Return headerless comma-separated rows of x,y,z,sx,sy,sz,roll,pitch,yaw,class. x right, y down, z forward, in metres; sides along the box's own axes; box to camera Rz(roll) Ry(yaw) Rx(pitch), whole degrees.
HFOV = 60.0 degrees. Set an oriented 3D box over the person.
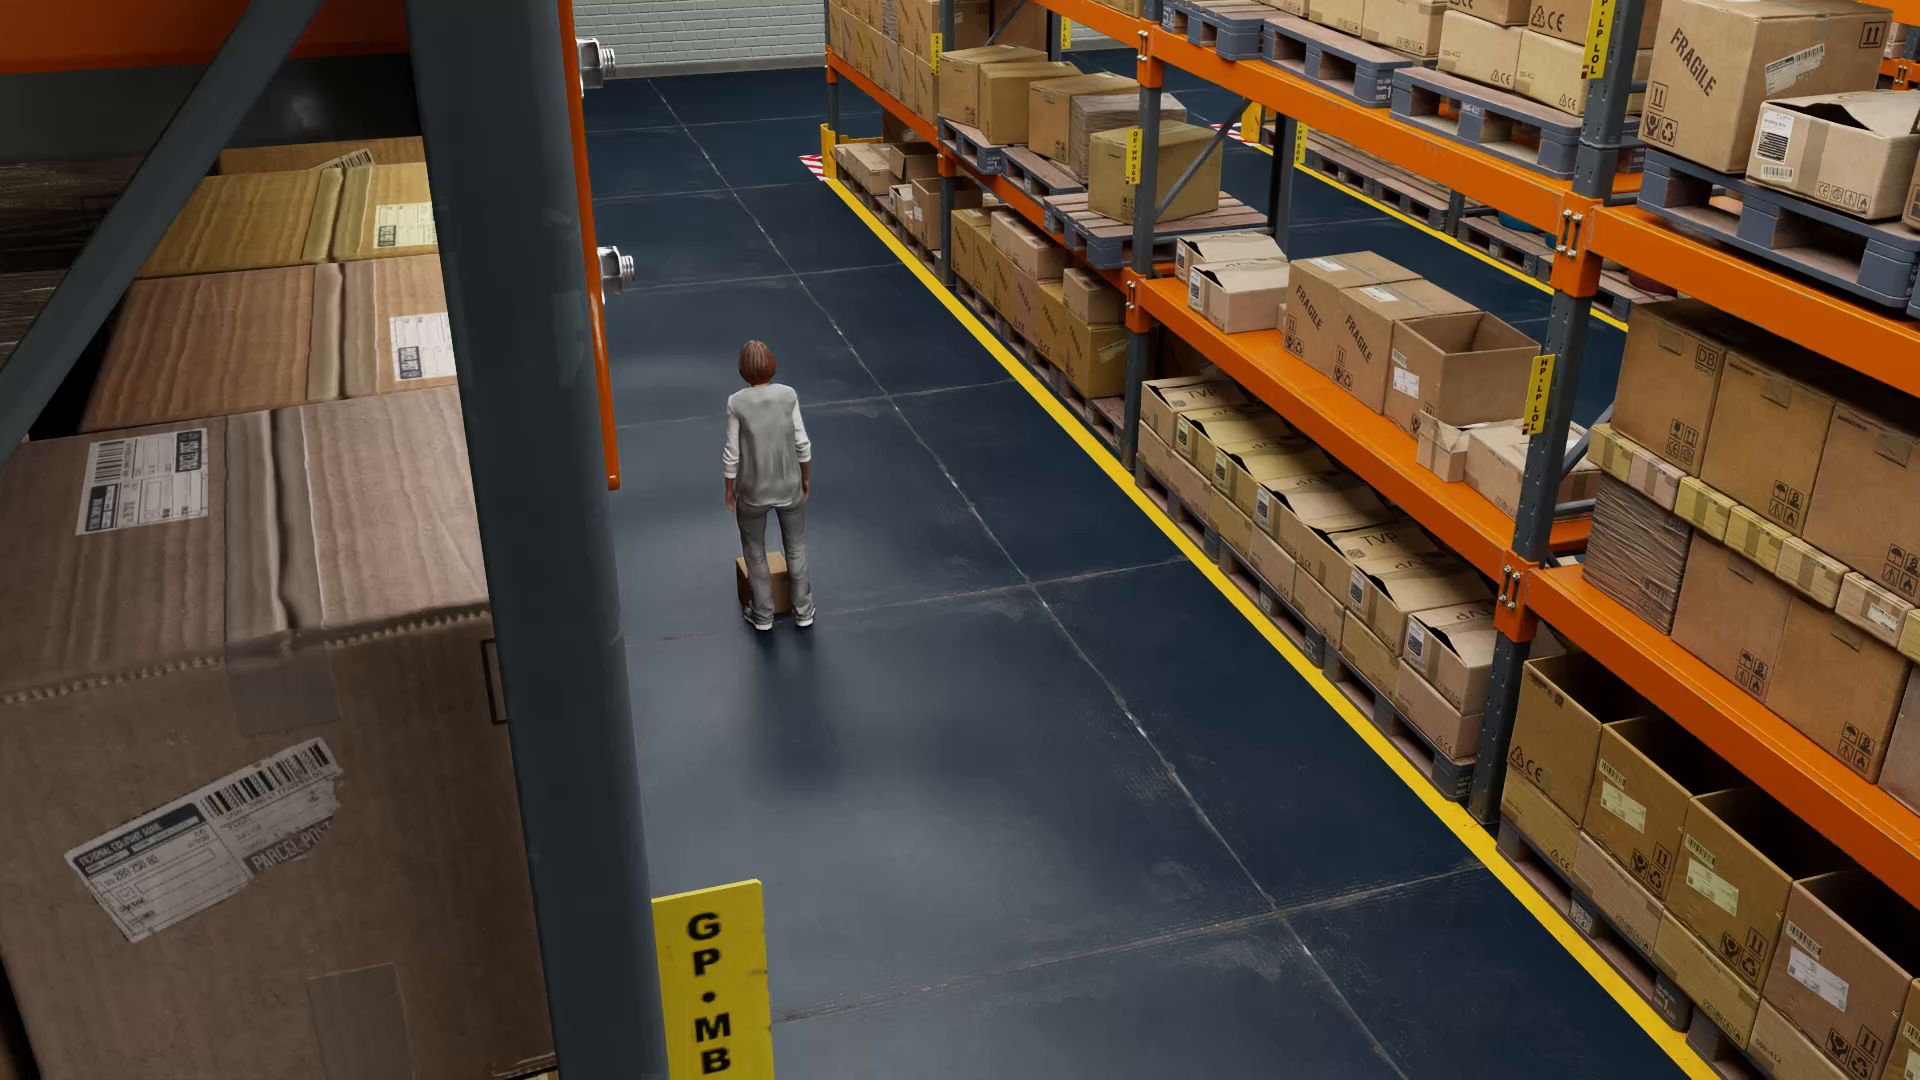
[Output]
-0.996,-0.261,8.646,0.463,1.593,0.364,-8,28,-16,person
